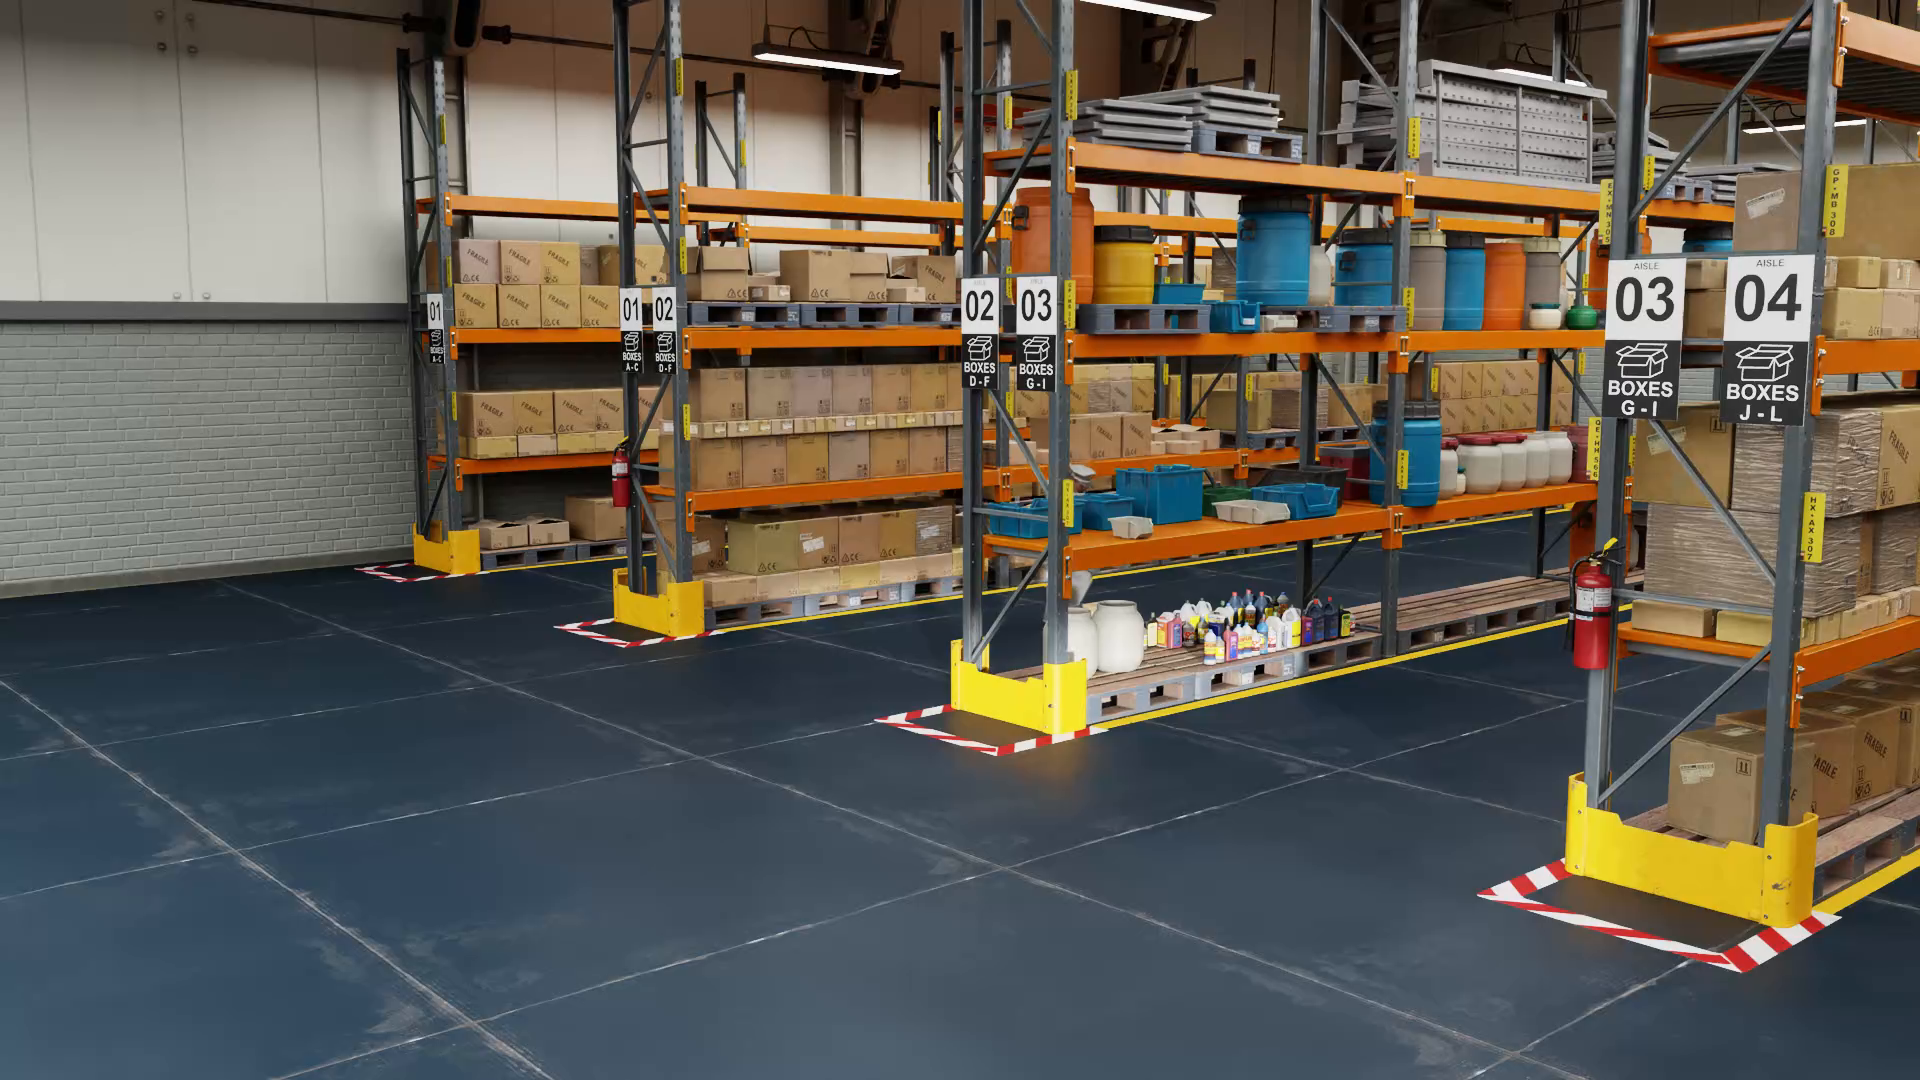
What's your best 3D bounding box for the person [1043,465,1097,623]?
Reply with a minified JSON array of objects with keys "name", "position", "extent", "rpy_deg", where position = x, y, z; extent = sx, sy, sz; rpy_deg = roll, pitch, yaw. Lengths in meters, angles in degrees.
[{"name":"person","position":[1.054,0.047,15.932],"extent":[0.480,1.546,0.562],"rpy_deg":[-6,10,-40]}]
